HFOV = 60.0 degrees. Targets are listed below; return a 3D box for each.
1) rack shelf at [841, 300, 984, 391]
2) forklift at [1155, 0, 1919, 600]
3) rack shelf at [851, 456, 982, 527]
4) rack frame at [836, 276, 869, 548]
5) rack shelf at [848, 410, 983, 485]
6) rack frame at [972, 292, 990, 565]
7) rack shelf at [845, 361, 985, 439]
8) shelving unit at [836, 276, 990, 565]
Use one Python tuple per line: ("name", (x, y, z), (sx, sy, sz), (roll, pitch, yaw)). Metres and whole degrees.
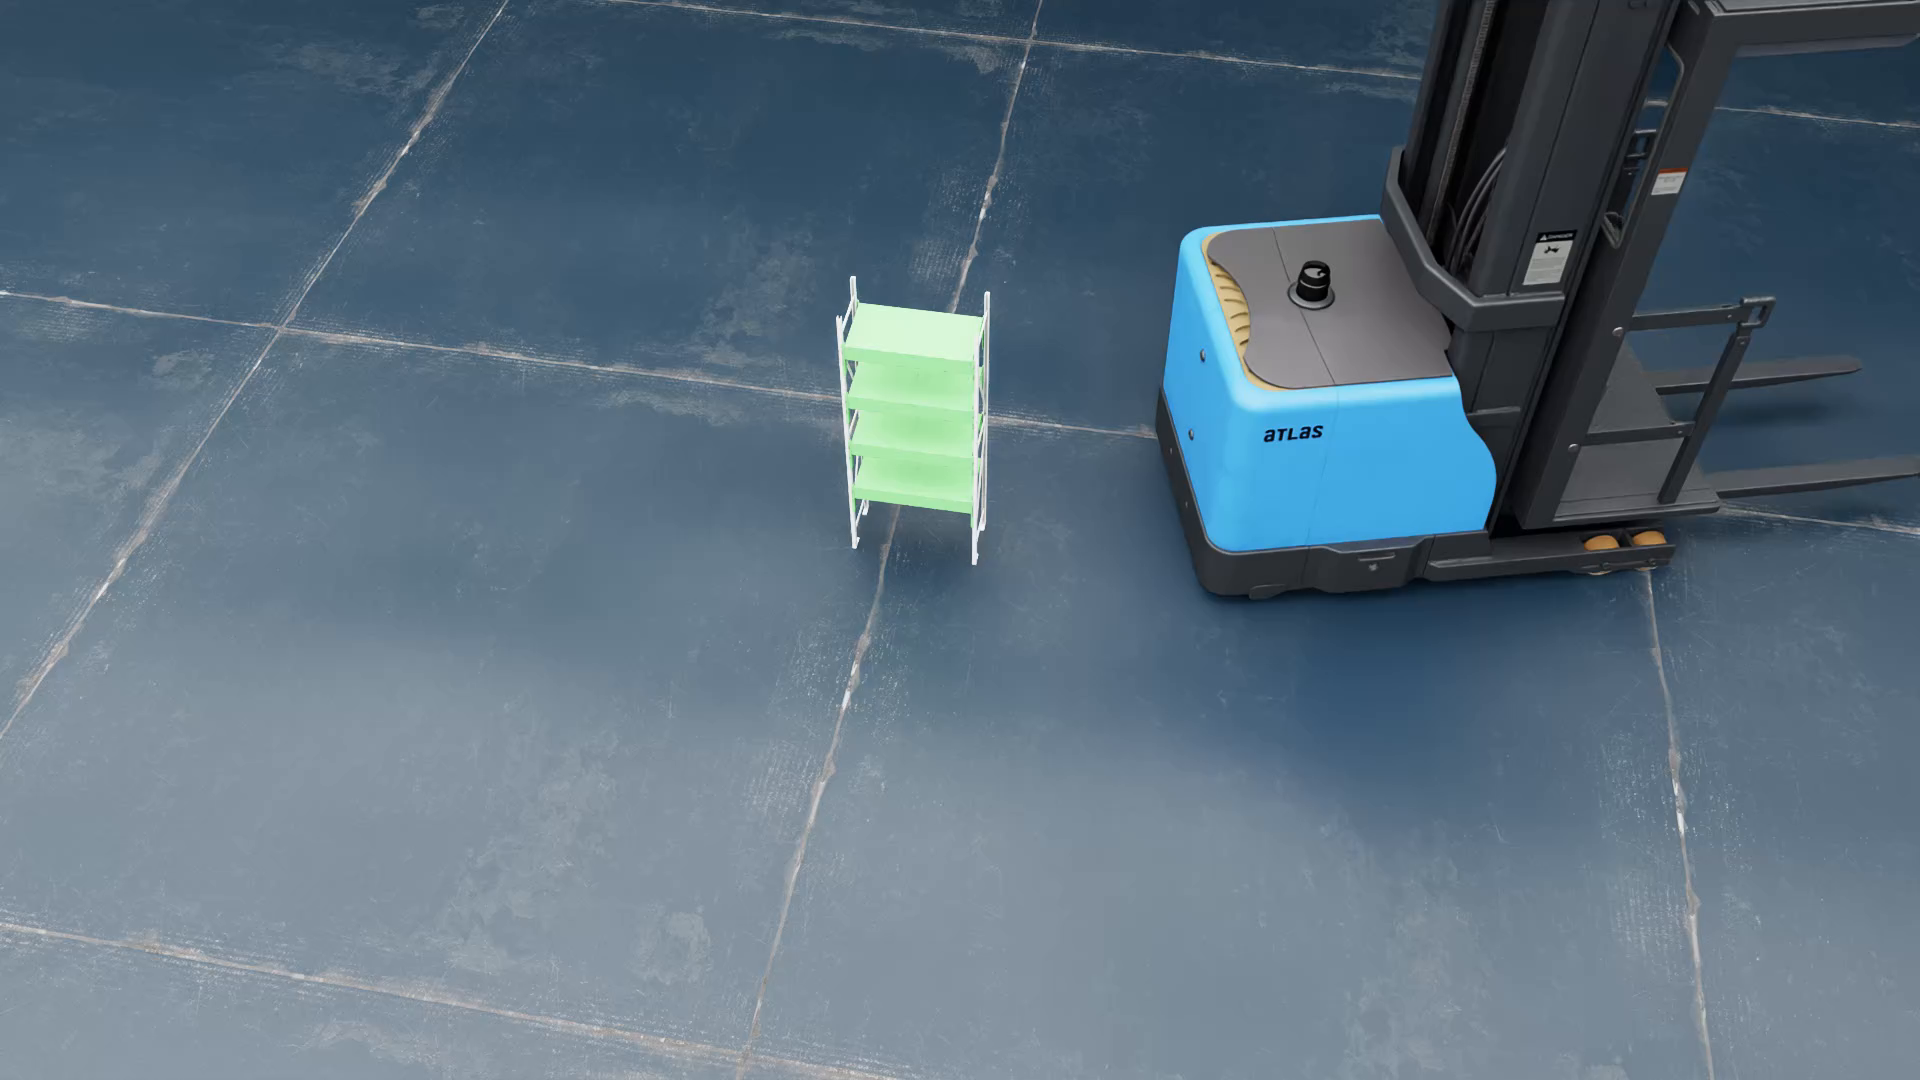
("rack shelf", (-0.163, -0.701, 5.986), (0.480, 0.148, 0.258), (8, 49, 7))
("forklift", (2.382, -1.229, 5.856), (3.031, 2.935, 1.130), (-5, 48, -5))
("rack shelf", (-0.163, -0.220, 6.521), (0.480, 0.148, 0.258), (8, 49, 7))
("rack frame", (-0.403, -0.455, 6.324), (0.015, 1.200, 0.240), (8, 49, 7))
("rack shelf", (-0.163, -0.380, 6.343), (0.480, 0.148, 0.258), (8, 49, 7))
("rack frame", (0.077, -0.391, 6.266), (0.015, 1.200, 0.240), (8, 49, 7))
("rack shelf", (-0.163, -0.541, 6.164), (0.480, 0.148, 0.258), (8, 49, 7))
("shelving unit", (-0.163, -0.423, 6.295), (0.503, 1.200, 0.258), (8, 49, 7))
